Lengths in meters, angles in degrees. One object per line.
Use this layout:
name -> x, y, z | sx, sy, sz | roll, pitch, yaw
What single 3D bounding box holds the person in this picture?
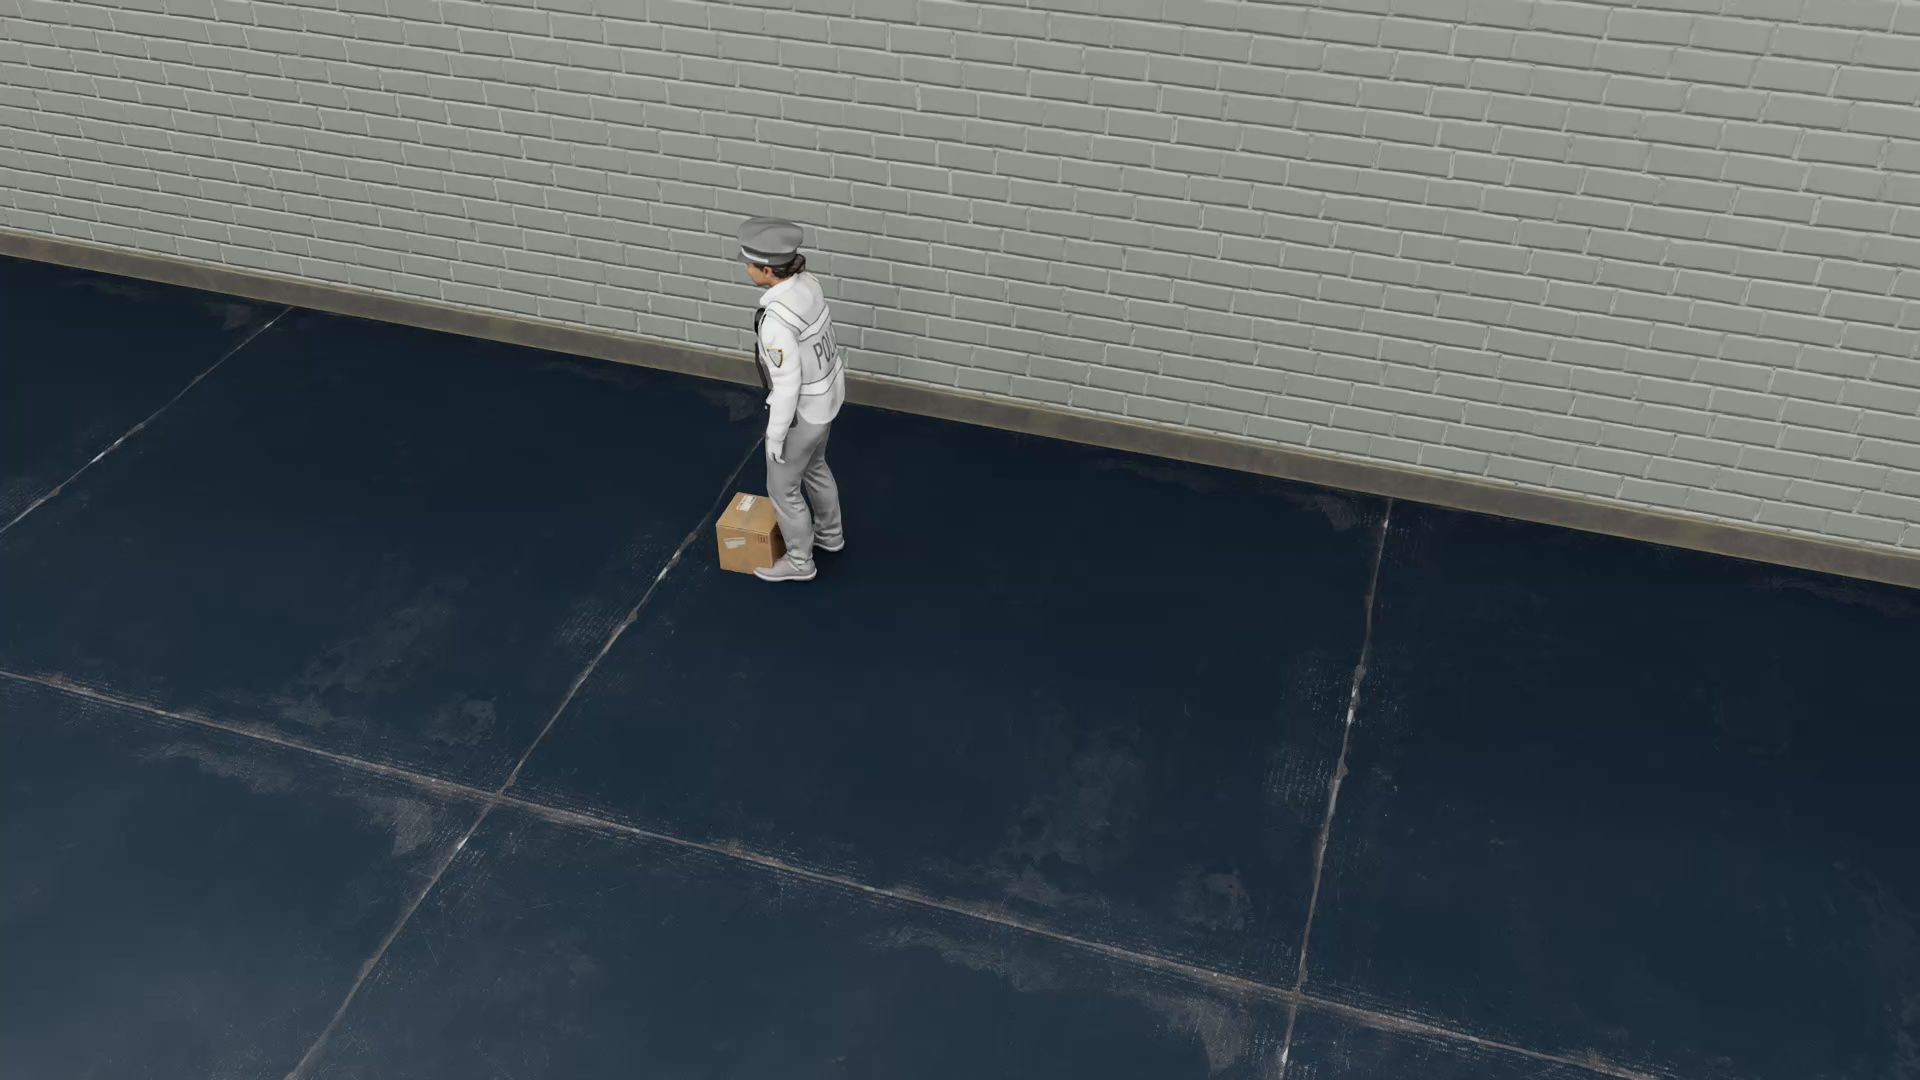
person -> -0.692, -0.544, 6.863 | 0.415, 1.662, 0.542 | 8, 38, 11
